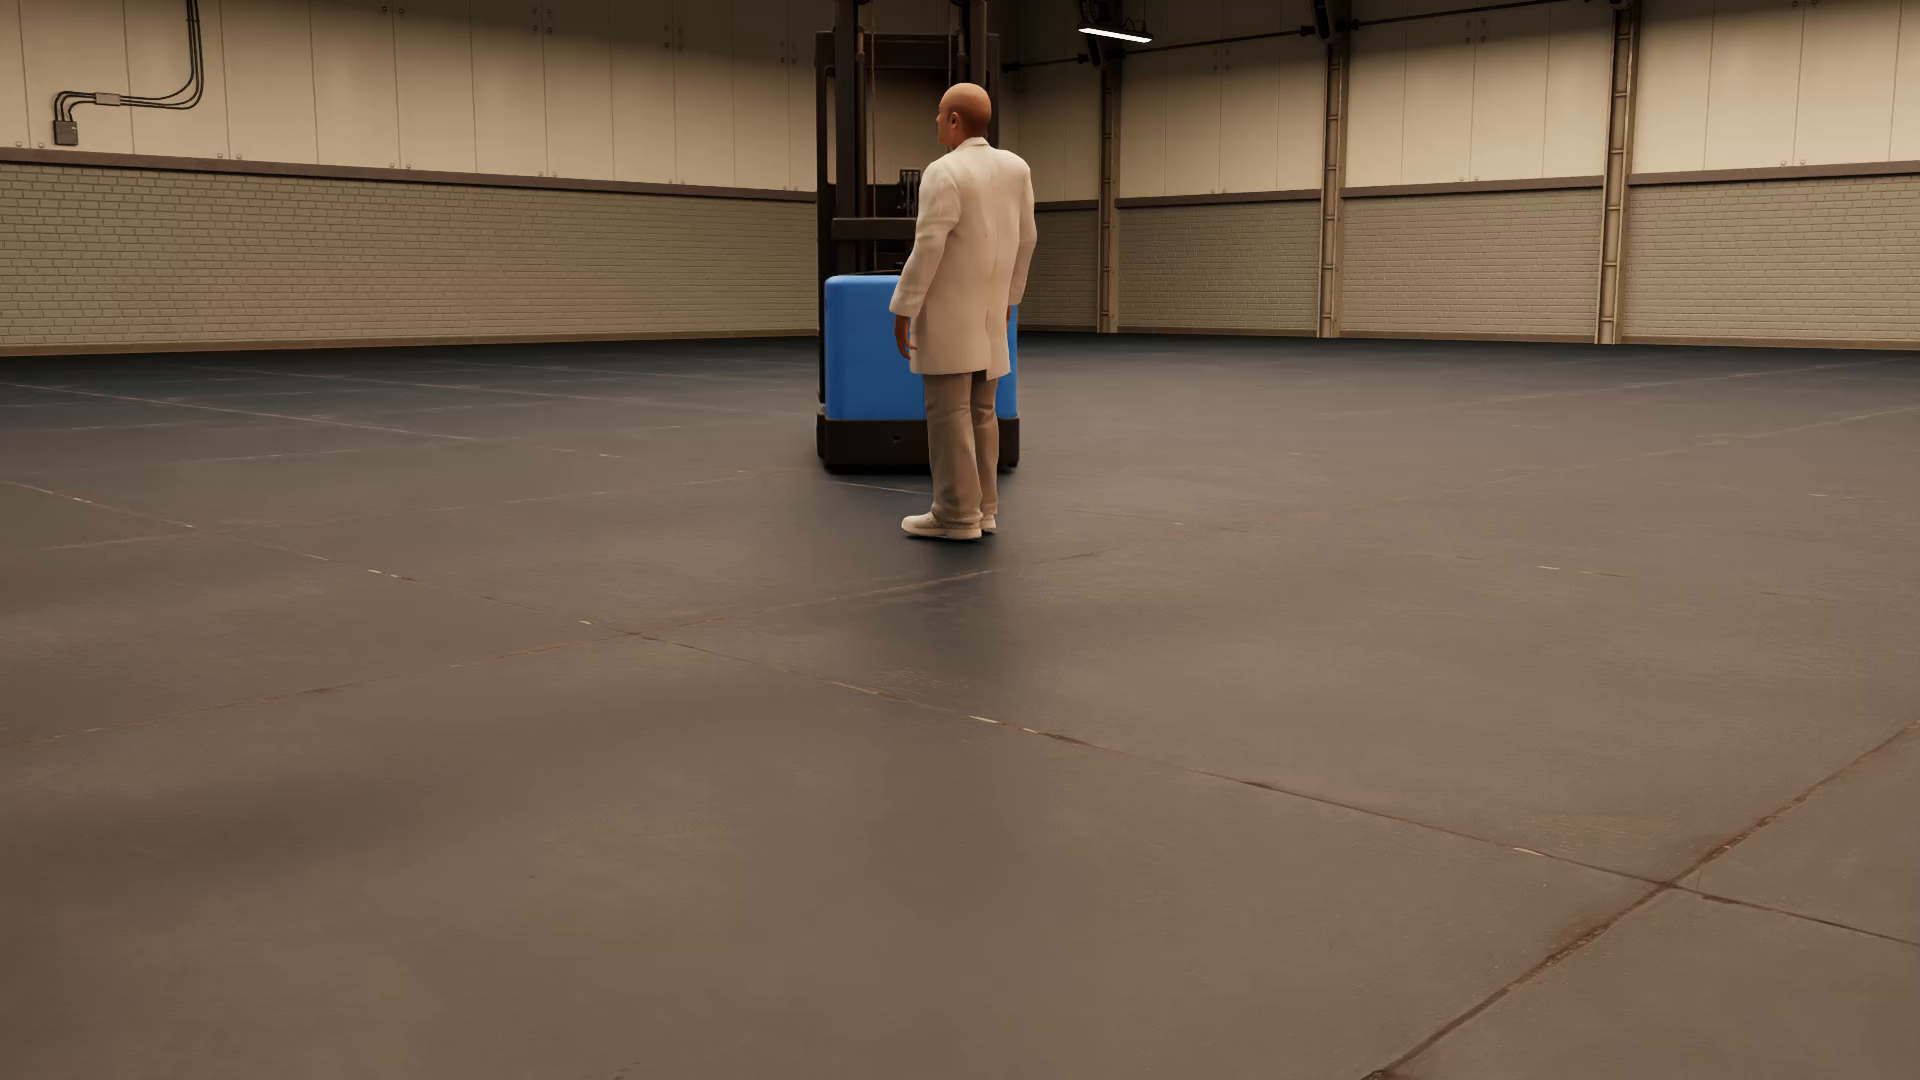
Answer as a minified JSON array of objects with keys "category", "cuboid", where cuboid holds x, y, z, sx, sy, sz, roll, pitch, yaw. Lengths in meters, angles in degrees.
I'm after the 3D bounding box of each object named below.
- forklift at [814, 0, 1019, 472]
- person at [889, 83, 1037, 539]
[{"category":"forklift","cuboid":[-0.337,-2.010,10.222,1.130,2.935,3.031,-1,9,-6]},{"category":"person","cuboid":[-0.061,-0.895,6.650,0.581,1.775,0.694,8,12,43]}]
